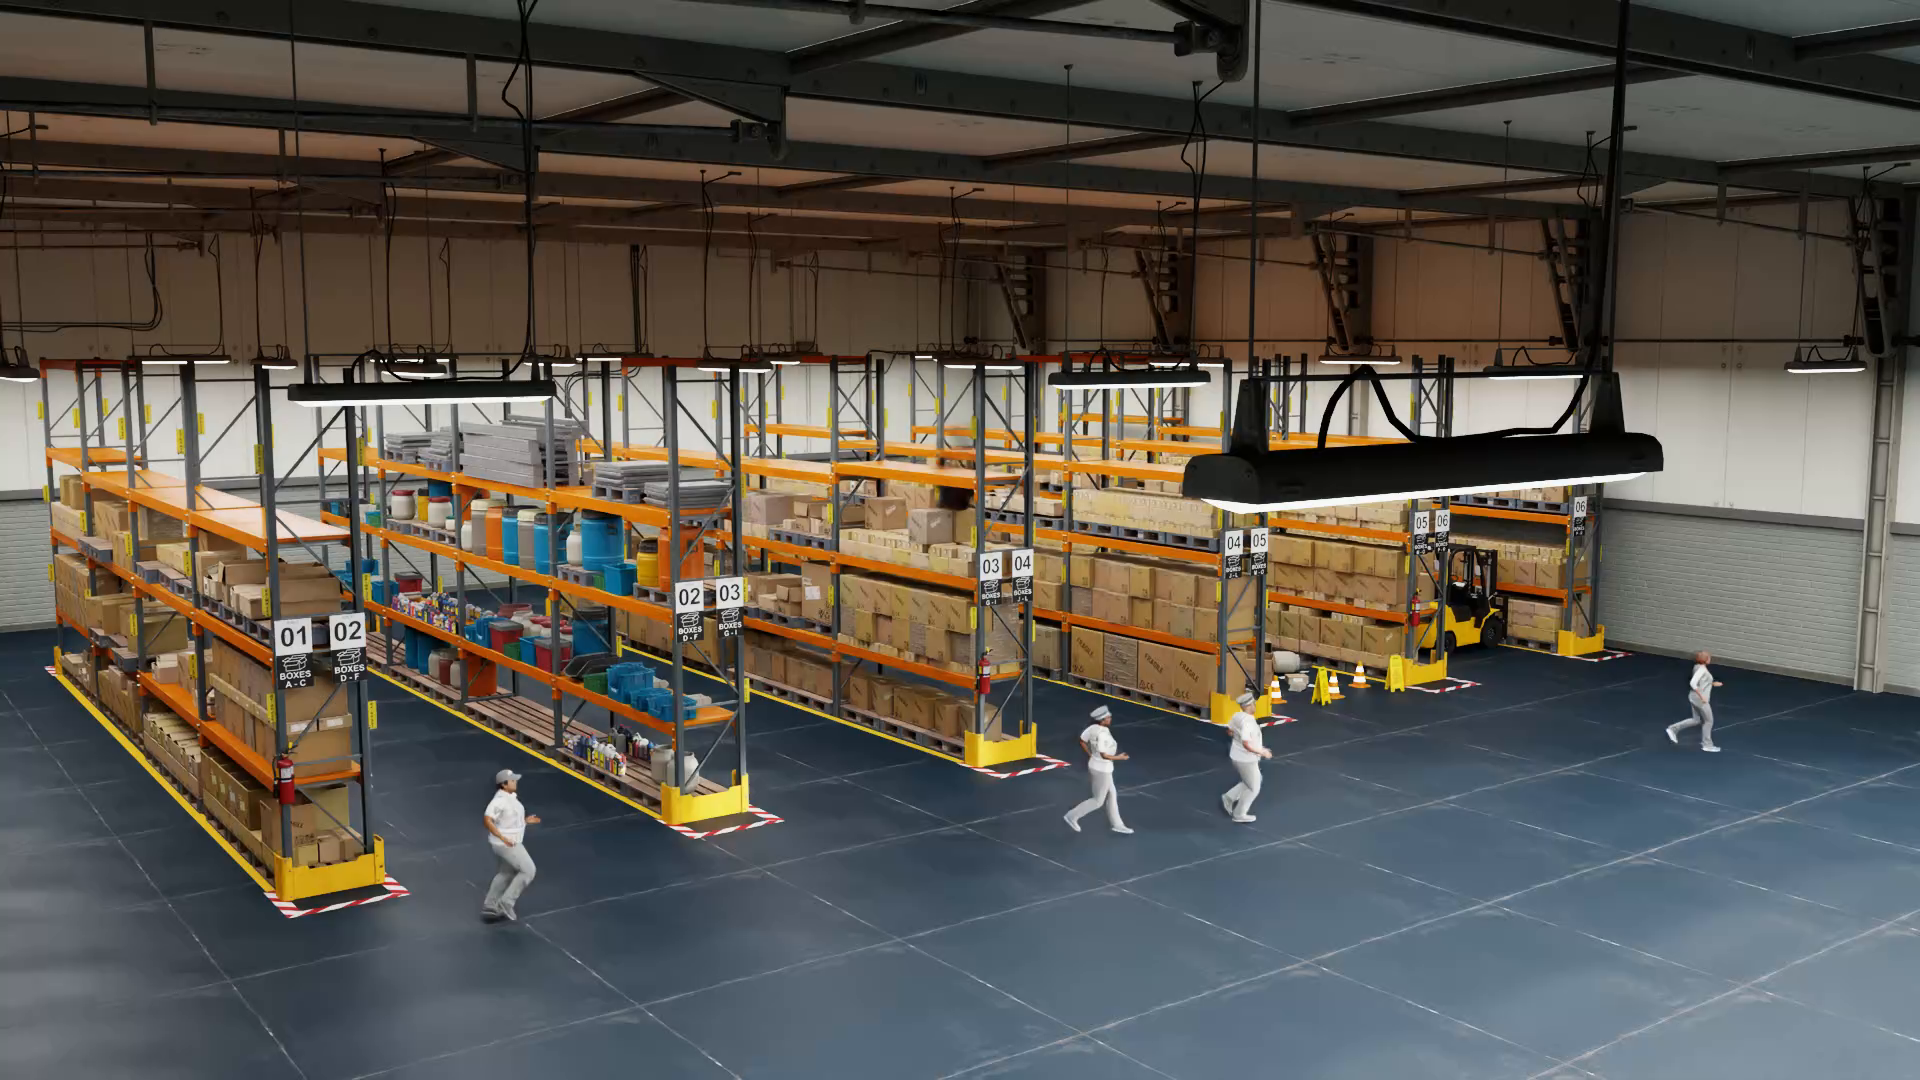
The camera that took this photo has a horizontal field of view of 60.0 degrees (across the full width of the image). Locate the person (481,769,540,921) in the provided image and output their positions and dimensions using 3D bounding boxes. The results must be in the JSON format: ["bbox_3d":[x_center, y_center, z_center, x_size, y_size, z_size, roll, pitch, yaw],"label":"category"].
[{"bbox_3d":[-4.926,3.343,18.242,0.642,1.656,0.578,-2,7,-13],"label":"person"}]

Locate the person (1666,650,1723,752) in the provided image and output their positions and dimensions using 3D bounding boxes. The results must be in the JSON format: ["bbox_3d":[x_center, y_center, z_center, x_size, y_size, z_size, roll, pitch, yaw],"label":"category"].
[{"bbox_3d":[11.328,2.518,25.585,0.804,1.480,0.538,1,7,10],"label":"person"}]

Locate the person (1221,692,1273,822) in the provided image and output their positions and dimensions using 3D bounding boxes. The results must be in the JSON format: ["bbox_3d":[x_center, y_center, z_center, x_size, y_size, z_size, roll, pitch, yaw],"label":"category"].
[{"bbox_3d":[3.765,2.852,21.839,0.596,1.730,0.640,-1,7,-7],"label":"person"}]

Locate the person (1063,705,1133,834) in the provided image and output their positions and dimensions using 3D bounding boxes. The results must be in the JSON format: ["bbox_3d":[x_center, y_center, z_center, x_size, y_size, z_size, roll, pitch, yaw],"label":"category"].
[{"bbox_3d":[1.773,2.945,21.184,0.934,1.698,0.587,-1,7,-7],"label":"person"}]
